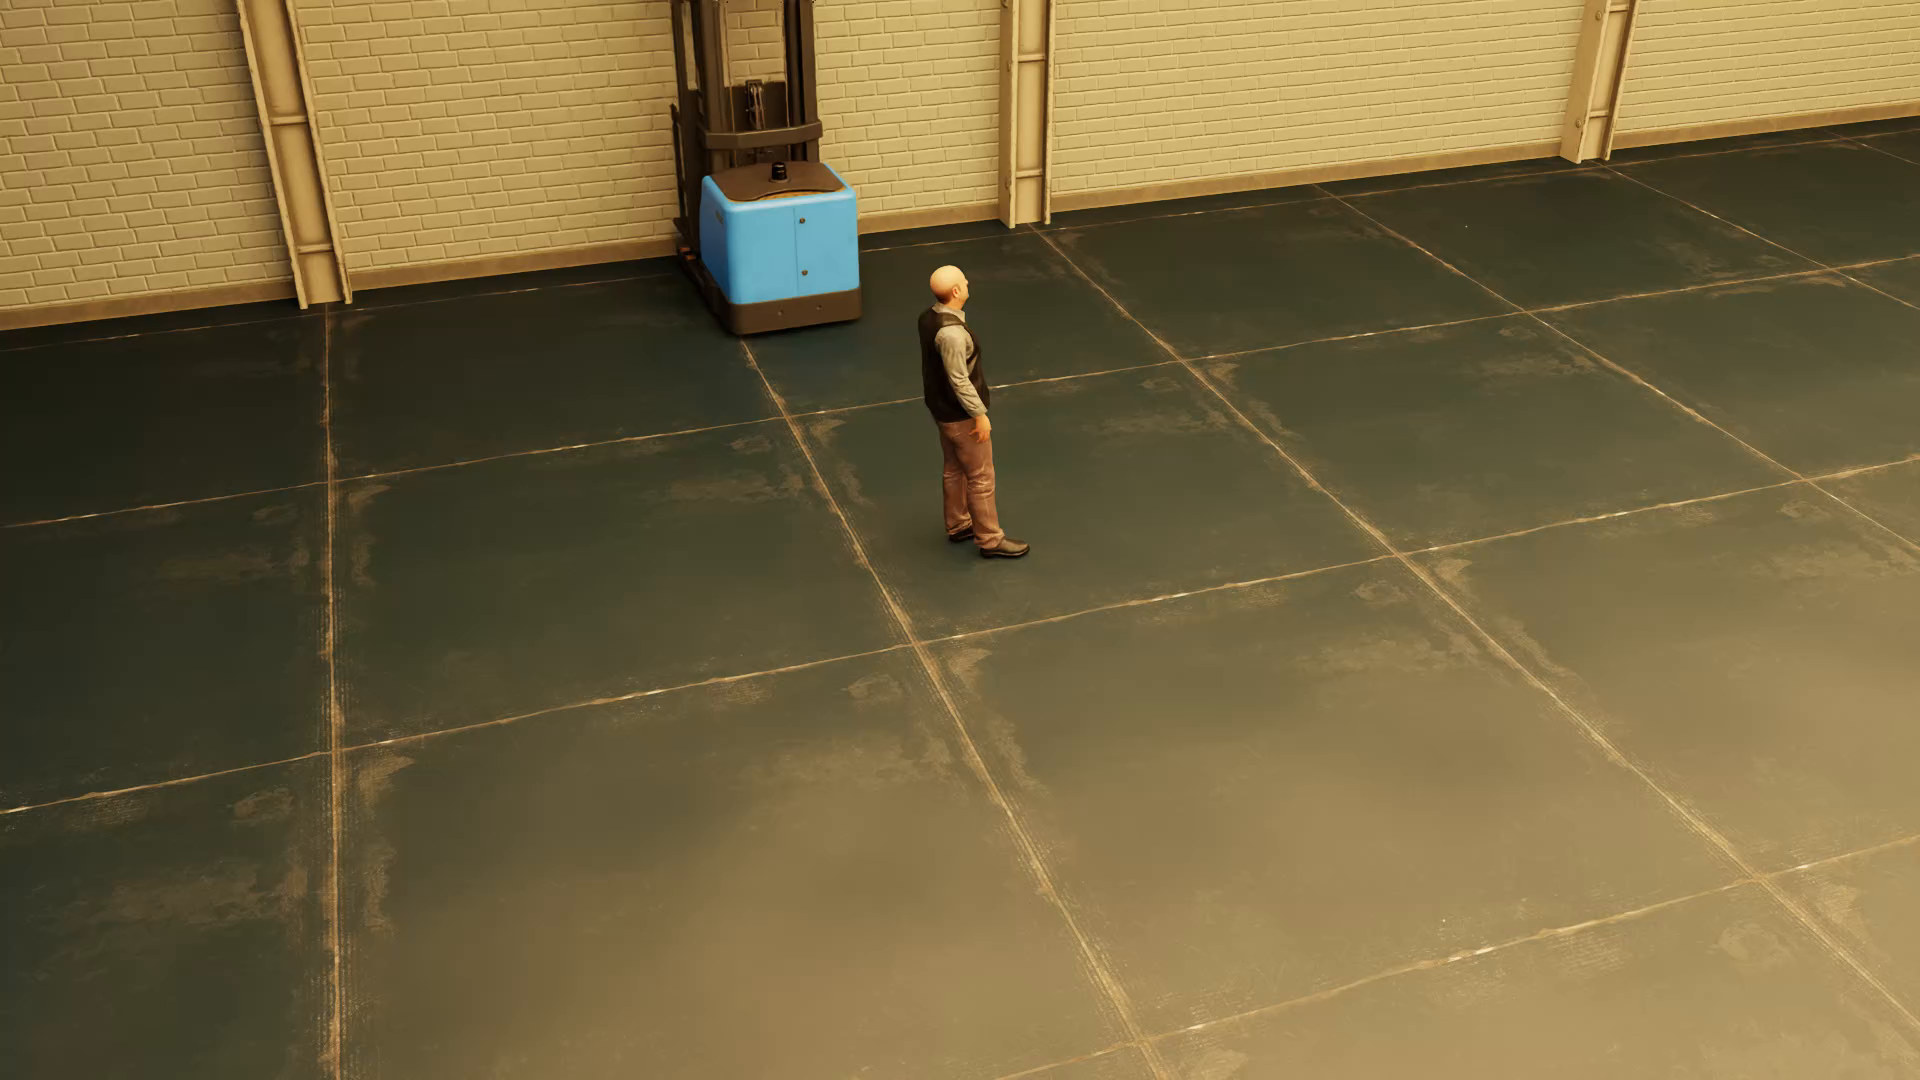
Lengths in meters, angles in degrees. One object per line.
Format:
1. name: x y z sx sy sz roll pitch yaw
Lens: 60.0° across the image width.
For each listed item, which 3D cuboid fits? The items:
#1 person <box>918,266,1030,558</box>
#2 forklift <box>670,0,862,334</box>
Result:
1. person: 0.062 -0.759 9.605 0.566 1.722 0.633 -10 31 -16
2. forklift: -1.748 -3.547 13.252 1.130 2.935 3.031 -10 32 -18
